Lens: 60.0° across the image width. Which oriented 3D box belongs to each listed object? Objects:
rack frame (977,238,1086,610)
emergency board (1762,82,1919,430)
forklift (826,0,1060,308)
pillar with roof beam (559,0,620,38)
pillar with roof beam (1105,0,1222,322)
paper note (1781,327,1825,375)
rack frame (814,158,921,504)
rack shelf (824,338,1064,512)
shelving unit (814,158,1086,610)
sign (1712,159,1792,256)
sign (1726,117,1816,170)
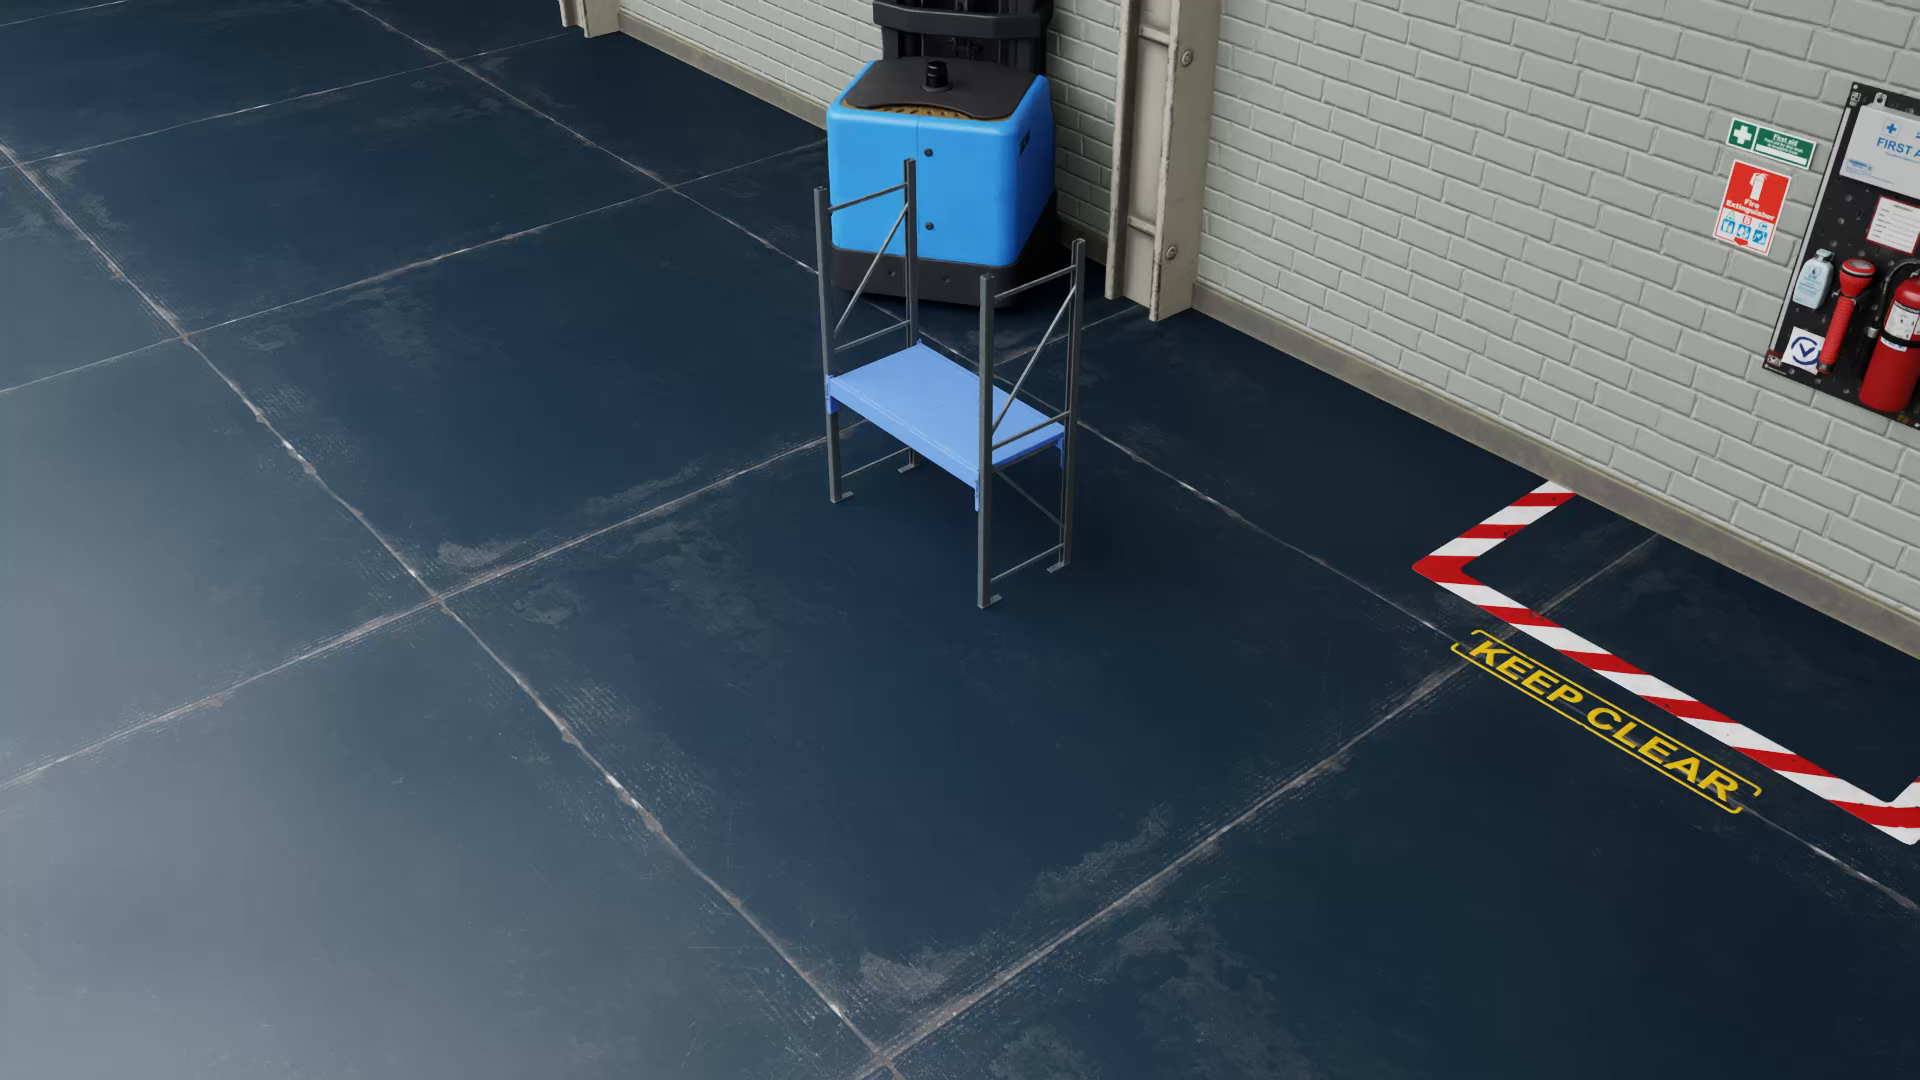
[{"bbox_3d":[0.273,-0.425,6.553,0.500,1.500,0.032,-26,43,-32],"label":"rack frame"},{"bbox_3d":[3.342,-0.991,6.053,0.194,1.169,0.643,-26,43,-32],"label":"emergency board"},{"bbox_3d":[0.161,-3.283,9.349,1.130,2.935,3.031,9,36,12],"label":"forklift"},{"bbox_3d":[-6.125,-6.026,7.973,9.100,9.000,0.400,-26,43,-32],"label":"pillar with roof beam"},{"bbox_3d":[-2.253,-3.377,4.232,9.100,9.000,0.400,-26,43,-32],"label":"pillar with roof beam"},{"bbox_3d":[3.281,-0.735,6.455,0.016,0.148,0.142,-26,43,-32],"label":"paper note"},{"bbox_3d":[-0.383,-0.874,7.187,0.500,1.500,0.032,-26,43,-32],"label":"rack frame"},{"bbox_3d":[-0.055,-0.503,6.974,0.538,0.185,1.000,-26,43,-32],"label":"rack shelf"},{"bbox_3d":[-0.055,-0.650,6.870,0.538,1.500,1.048,-26,43,-32],"label":"shelving unit"},{"bbox_3d":[3.064,-1.288,6.442,0.001,0.329,0.234,-26,43,-32],"label":"sign"},{"bbox_3d":[3.060,-1.499,6.281,0.001,0.109,0.331,-26,43,-32],"label":"sign"}]
